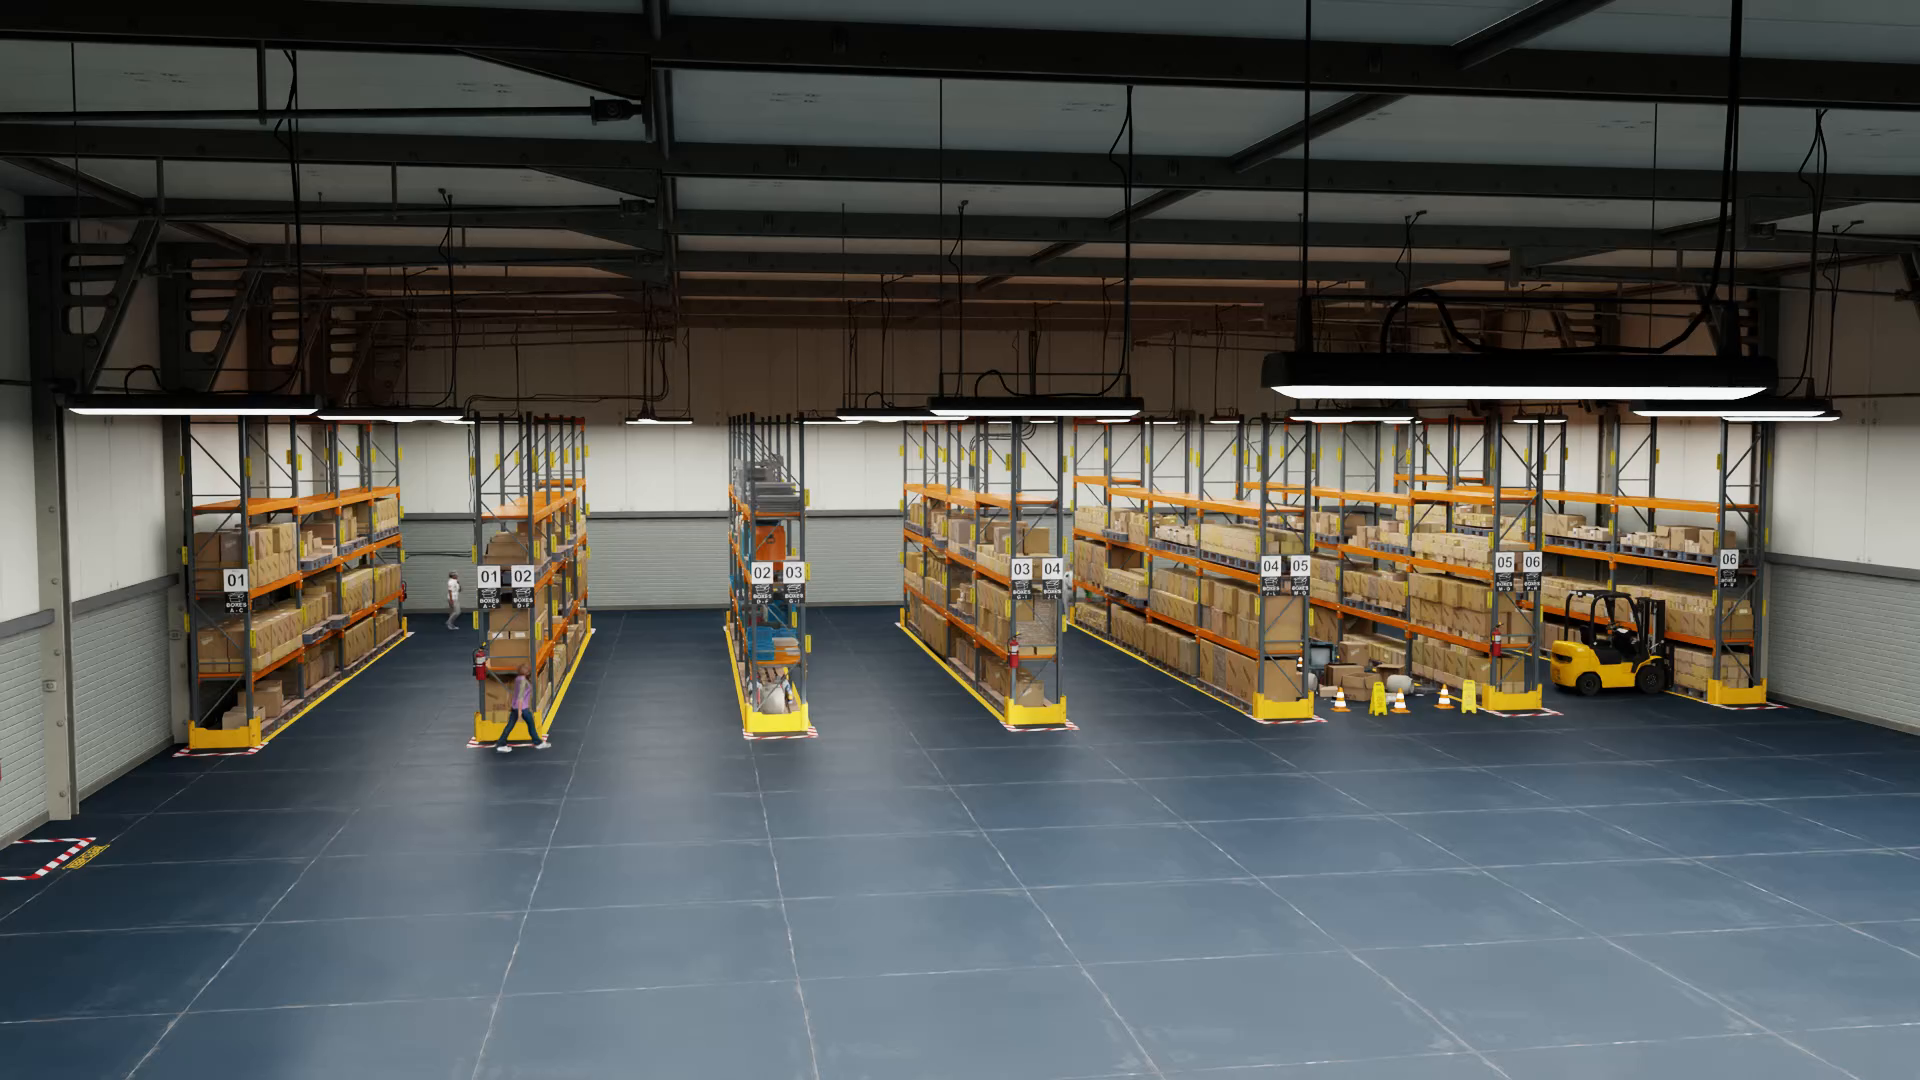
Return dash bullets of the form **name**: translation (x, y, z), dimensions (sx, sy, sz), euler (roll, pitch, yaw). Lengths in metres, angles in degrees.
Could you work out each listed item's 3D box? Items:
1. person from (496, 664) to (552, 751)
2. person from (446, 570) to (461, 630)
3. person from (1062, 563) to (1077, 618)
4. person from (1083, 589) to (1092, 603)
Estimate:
- **person**: translation (-7.715, 2.937, 29.310), dimensions (0.967, 1.525, 0.455), euler (-3, 5, -37)
- **person**: translation (-14.264, 1.686, 46.836), dimensions (0.410, 1.685, 0.477), euler (-1, 4, -13)
- **person**: translation (3.243, 1.505, 49.526), dimensions (0.564, 1.664, 0.478), euler (-1, 4, -16)
- **person**: translation (3.975, 1.293, 52.034), dimensions (0.568, 1.726, 1.058), euler (2, 4, 25)
